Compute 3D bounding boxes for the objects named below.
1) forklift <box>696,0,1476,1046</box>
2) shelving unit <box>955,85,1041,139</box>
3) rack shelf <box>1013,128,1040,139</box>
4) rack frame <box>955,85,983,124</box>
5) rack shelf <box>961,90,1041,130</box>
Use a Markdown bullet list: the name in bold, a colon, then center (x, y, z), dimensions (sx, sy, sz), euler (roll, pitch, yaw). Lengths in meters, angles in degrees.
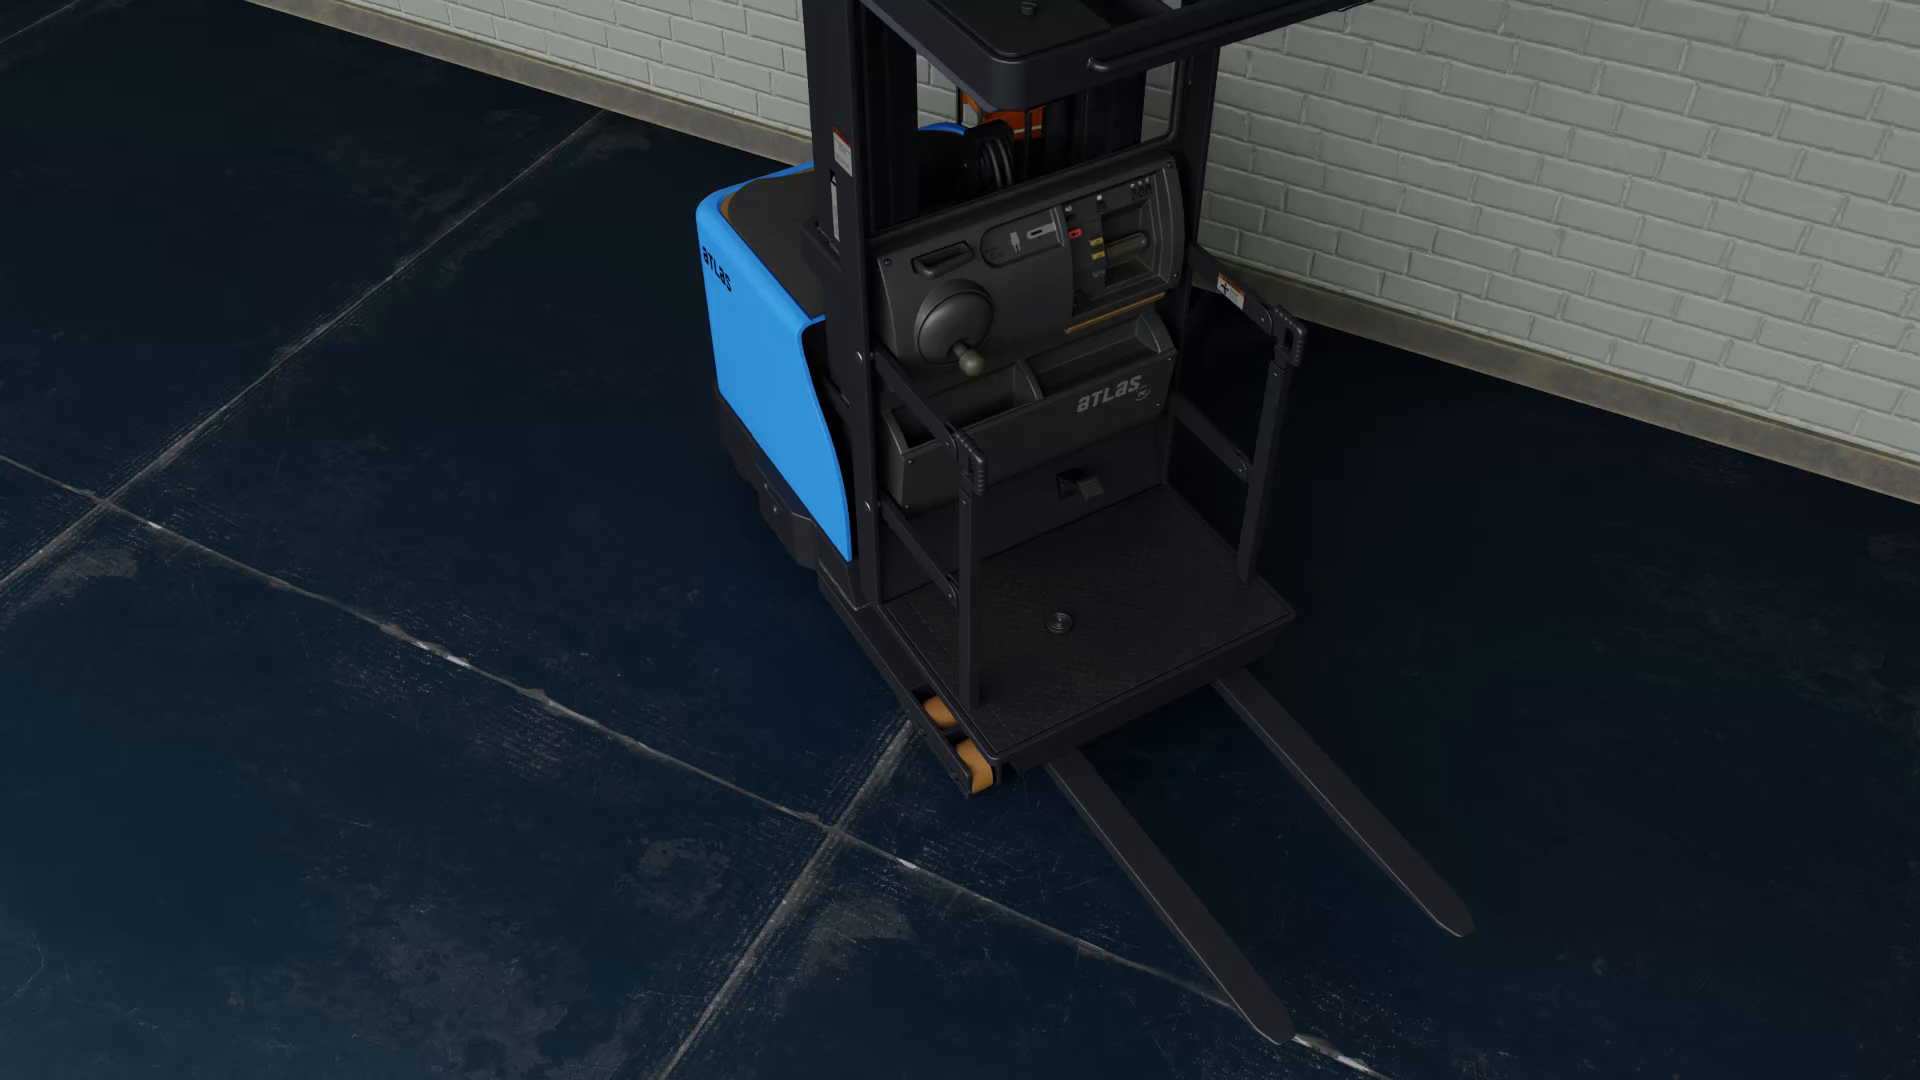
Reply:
- **forklift**: center (0.316, -0.649, 4.331), dimensions (1.130, 2.935, 3.031), euler (-23, 50, -21)
- **shelving unit**: center (0.259, -1.256, 6.148), dimensions (0.503, 1.200, 0.258), euler (-15, 47, -14)
- **rack shelf**: center (0.259, -1.366, 6.037), dimensions (0.480, 0.148, 0.258), euler (-15, 47, -14)
- **rack frame**: center (0.030, -1.196, 6.089), dimensions (0.015, 1.200, 0.240), euler (-15, 47, -14)
- **rack shelf**: center (0.259, -1.532, 5.868), dimensions (0.480, 0.148, 0.258), euler (-15, 47, -14)
